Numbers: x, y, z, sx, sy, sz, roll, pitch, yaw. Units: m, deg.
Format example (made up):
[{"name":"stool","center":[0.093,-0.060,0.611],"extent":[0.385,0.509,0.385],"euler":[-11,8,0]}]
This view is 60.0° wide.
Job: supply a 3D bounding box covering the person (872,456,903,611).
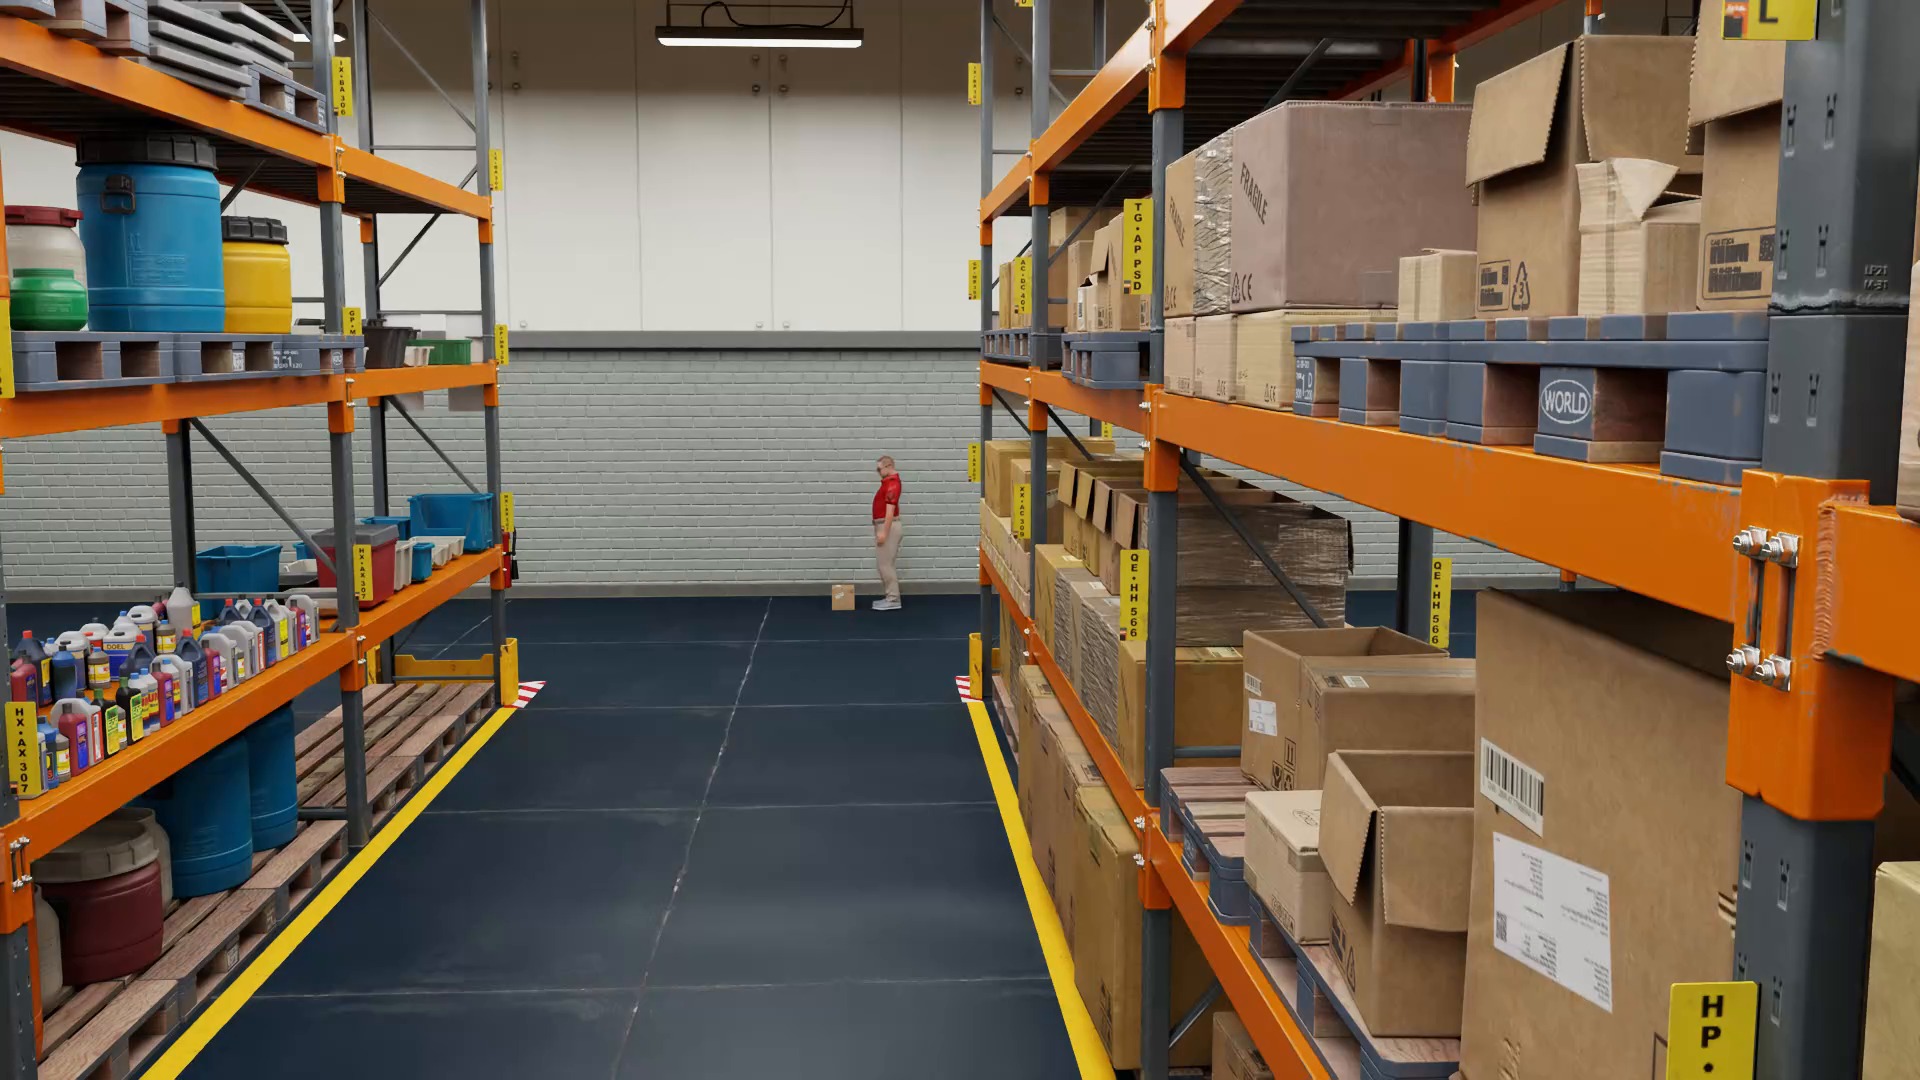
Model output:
[{"name":"person","center":[-0.812,-0.082,18.572],"extent":[0.357,1.719,0.532],"euler":[0,7,-3]}]
